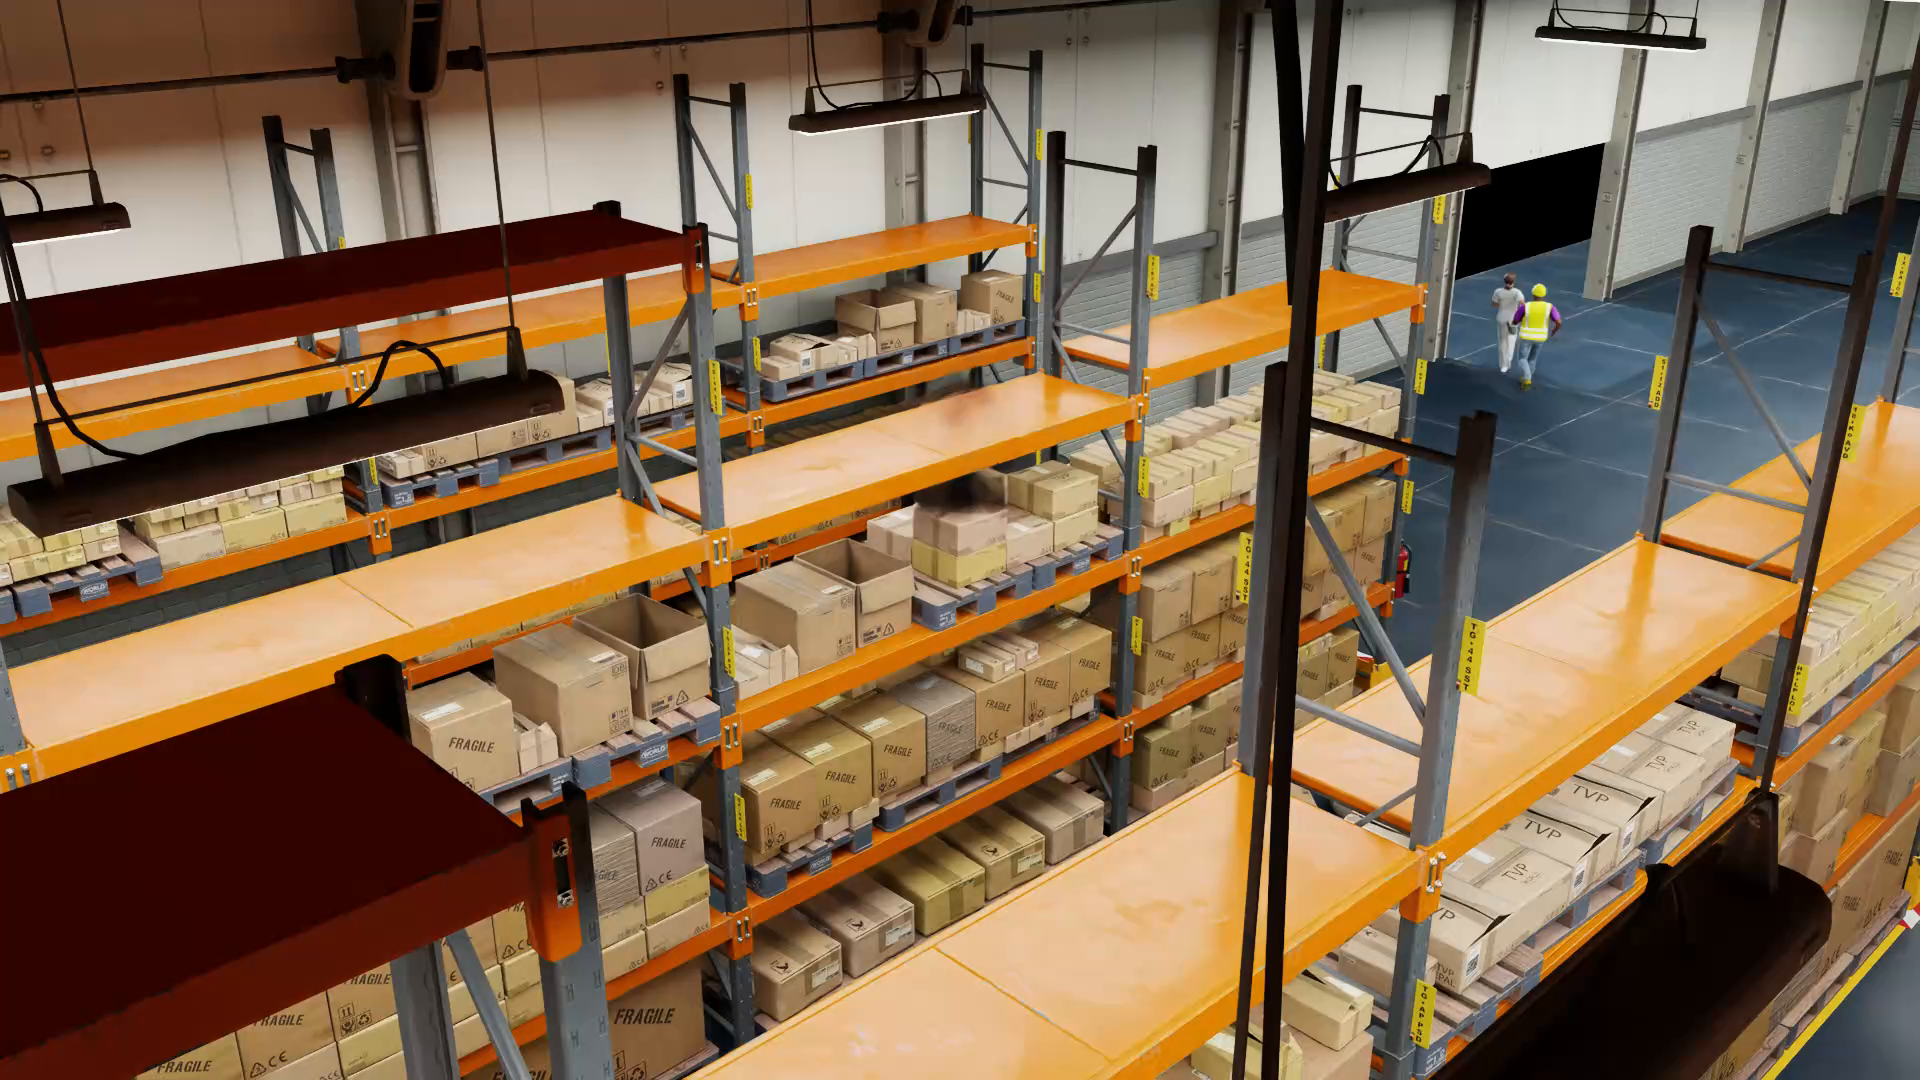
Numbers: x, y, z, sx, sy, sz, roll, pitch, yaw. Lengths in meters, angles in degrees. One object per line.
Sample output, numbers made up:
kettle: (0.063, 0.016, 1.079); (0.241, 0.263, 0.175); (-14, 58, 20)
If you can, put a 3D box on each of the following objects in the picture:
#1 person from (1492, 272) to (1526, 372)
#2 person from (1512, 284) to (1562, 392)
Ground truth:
person: (9.014, -3.586, 27.390); (0.565, 1.682, 0.644); (7, 24, 17)
person: (9.035, -3.181, 26.232); (0.711, 1.748, 0.954); (2, 23, 5)
